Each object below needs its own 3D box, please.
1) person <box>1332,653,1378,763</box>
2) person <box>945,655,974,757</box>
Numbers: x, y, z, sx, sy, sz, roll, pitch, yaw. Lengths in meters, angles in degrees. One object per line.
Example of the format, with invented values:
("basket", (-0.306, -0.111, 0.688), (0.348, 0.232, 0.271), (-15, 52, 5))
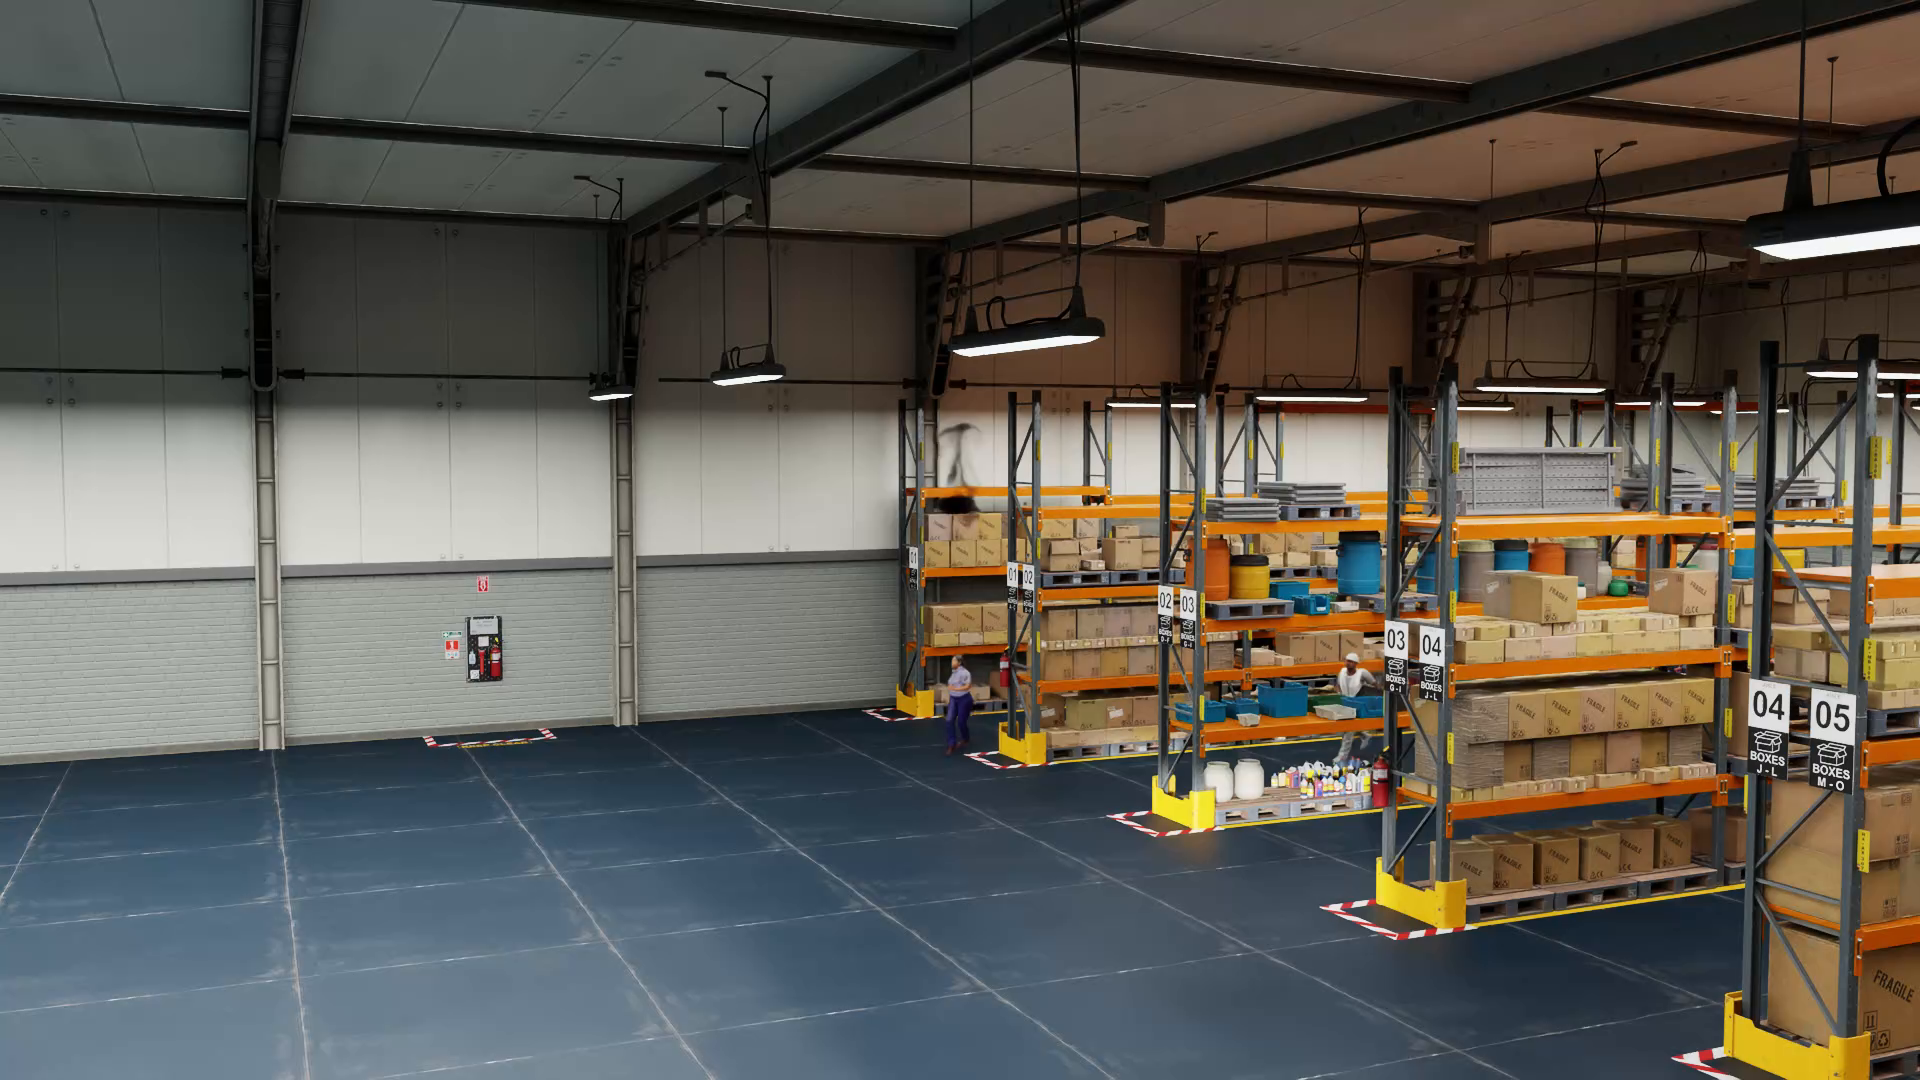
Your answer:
("person", (6.410, 2.703, 27.025), (0.972, 1.770, 0.707), (-3, 4, -42))
("person", (-0.037, 2.739, 27.714), (0.664, 1.670, 0.809), (3, 4, 41))
